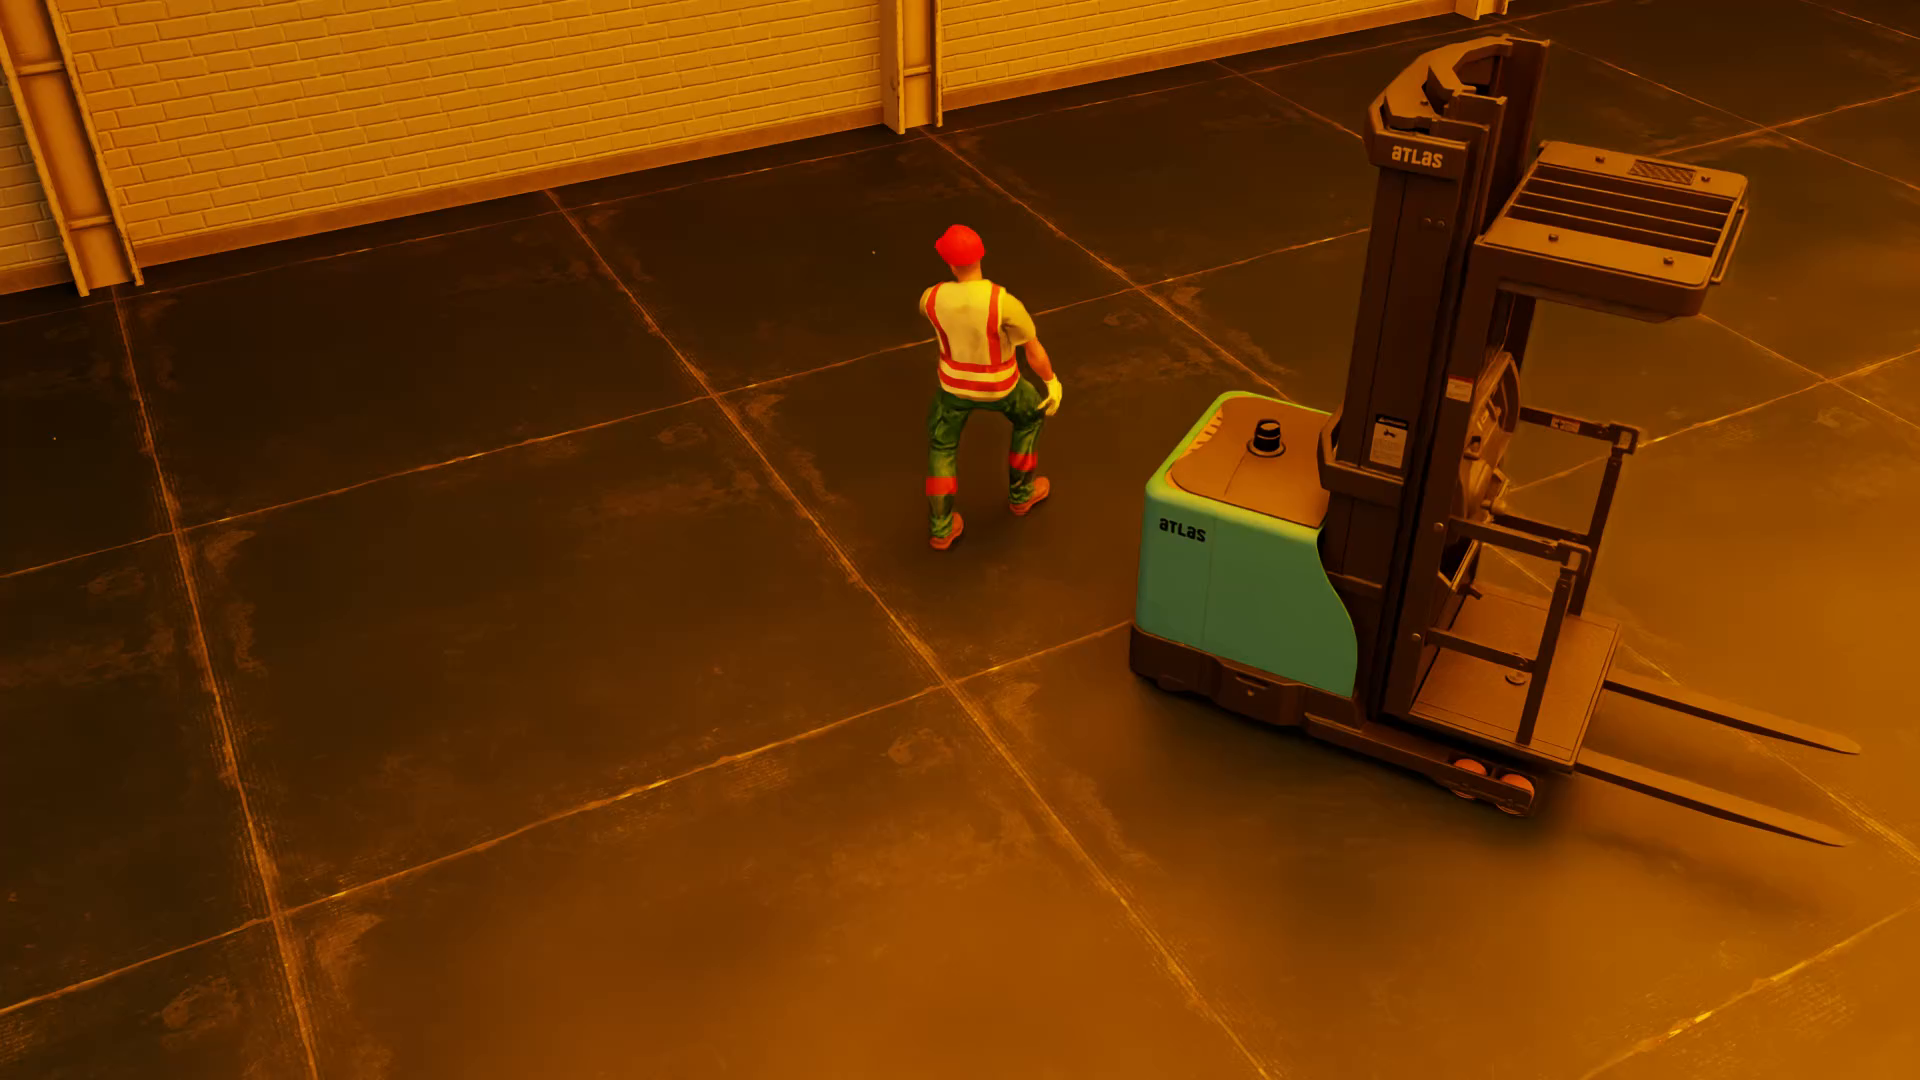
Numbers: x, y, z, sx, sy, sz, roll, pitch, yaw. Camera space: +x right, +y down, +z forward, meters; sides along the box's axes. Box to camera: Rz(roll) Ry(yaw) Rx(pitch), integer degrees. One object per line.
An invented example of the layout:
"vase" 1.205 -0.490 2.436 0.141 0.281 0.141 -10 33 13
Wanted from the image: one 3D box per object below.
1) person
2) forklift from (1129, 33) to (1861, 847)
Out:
"person" 0.166 -0.836 8.381 0.722 1.704 0.818 5 36 7
"forklift" 2.327 -0.393 6.679 3.031 2.935 1.130 17 39 23
